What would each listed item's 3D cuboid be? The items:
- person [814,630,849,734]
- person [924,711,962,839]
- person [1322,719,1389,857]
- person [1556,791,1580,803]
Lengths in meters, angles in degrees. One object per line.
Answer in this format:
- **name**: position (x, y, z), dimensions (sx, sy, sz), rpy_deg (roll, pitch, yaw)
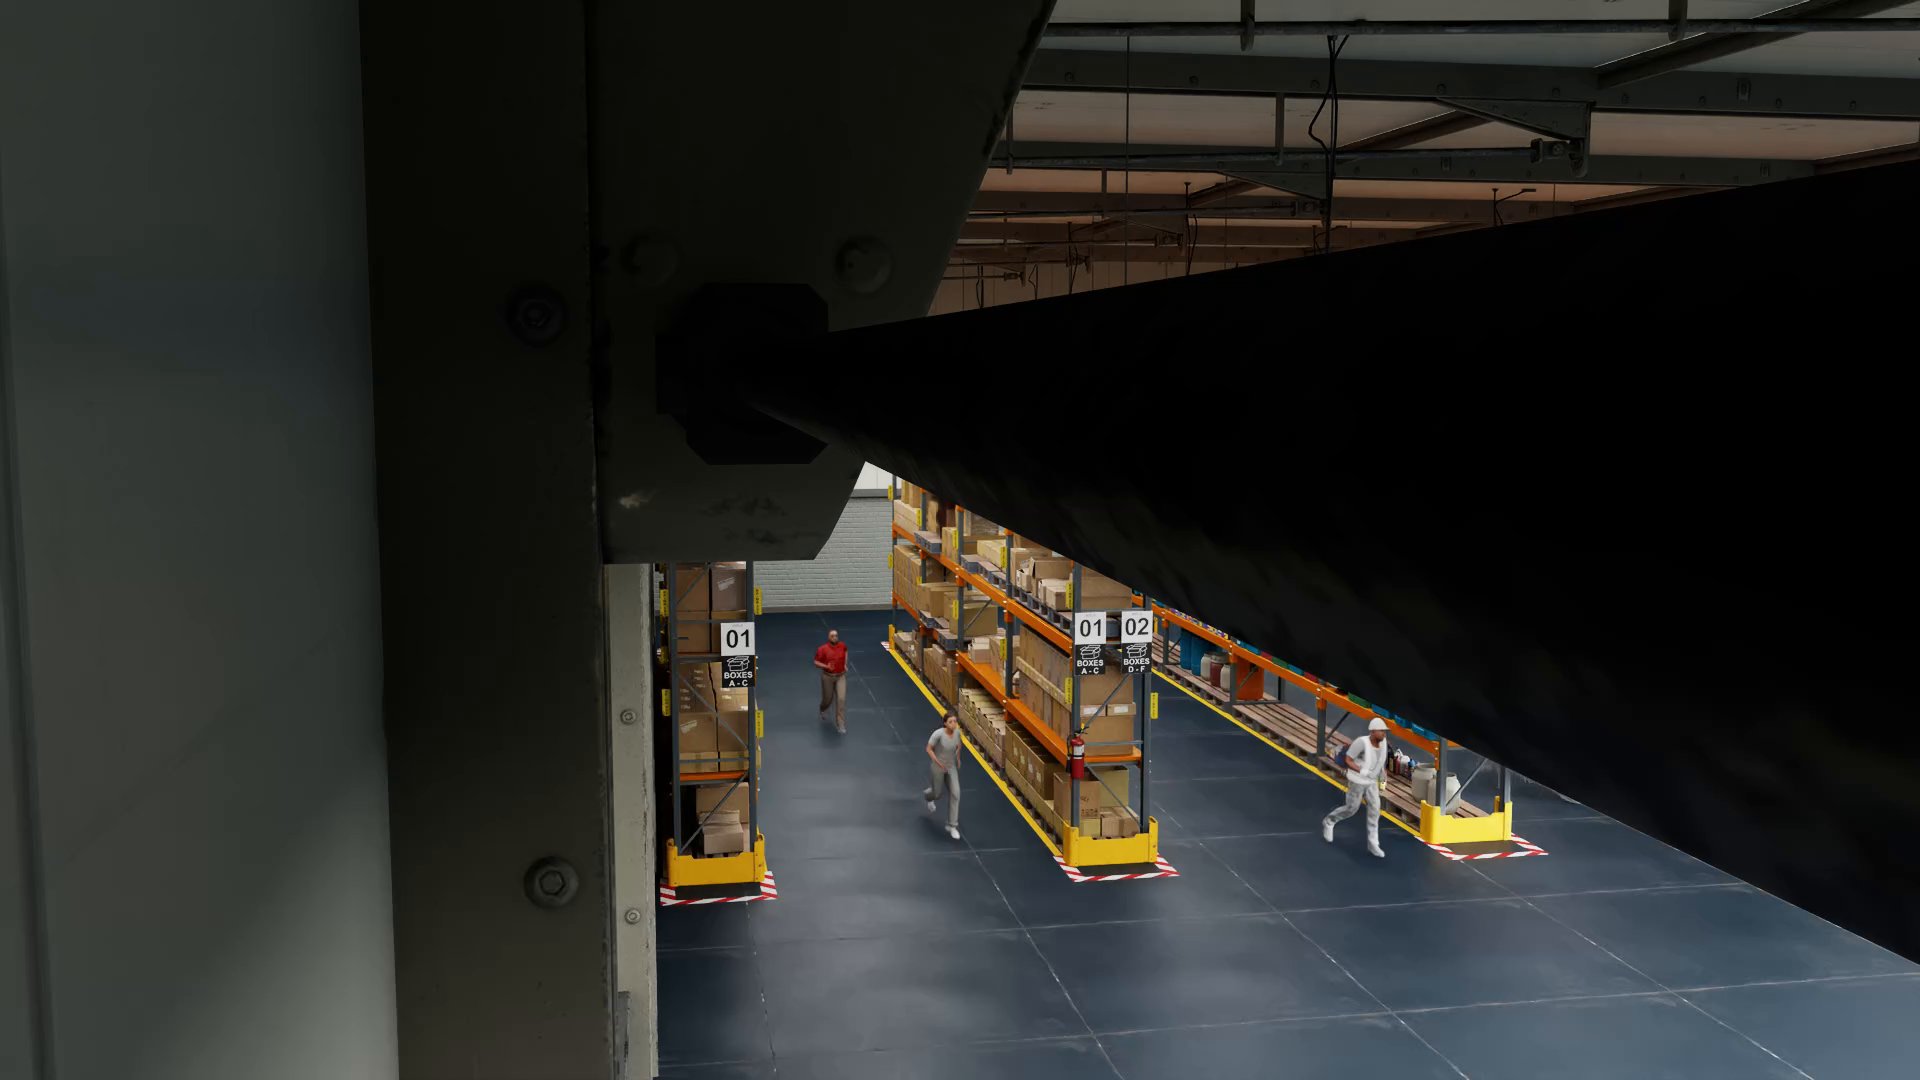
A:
- **person**: position (-2.190, 2.402, 28.561), dimensions (0.664, 1.760, 0.966), rpy_deg (-2, 7, -22)
- **person**: position (-0.226, 3.119, 22.450), dimensions (0.564, 1.629, 1.047), rpy_deg (-3, 7, -24)
- **person**: position (5.220, 3.133, 21.561), dimensions (0.740, 1.723, 1.035), rpy_deg (-4, 7, -34)
- **person**: position (8.808, 2.945, 23.855), dimensions (0.629, 1.652, 0.555), rpy_deg (-4, 7, -29)
